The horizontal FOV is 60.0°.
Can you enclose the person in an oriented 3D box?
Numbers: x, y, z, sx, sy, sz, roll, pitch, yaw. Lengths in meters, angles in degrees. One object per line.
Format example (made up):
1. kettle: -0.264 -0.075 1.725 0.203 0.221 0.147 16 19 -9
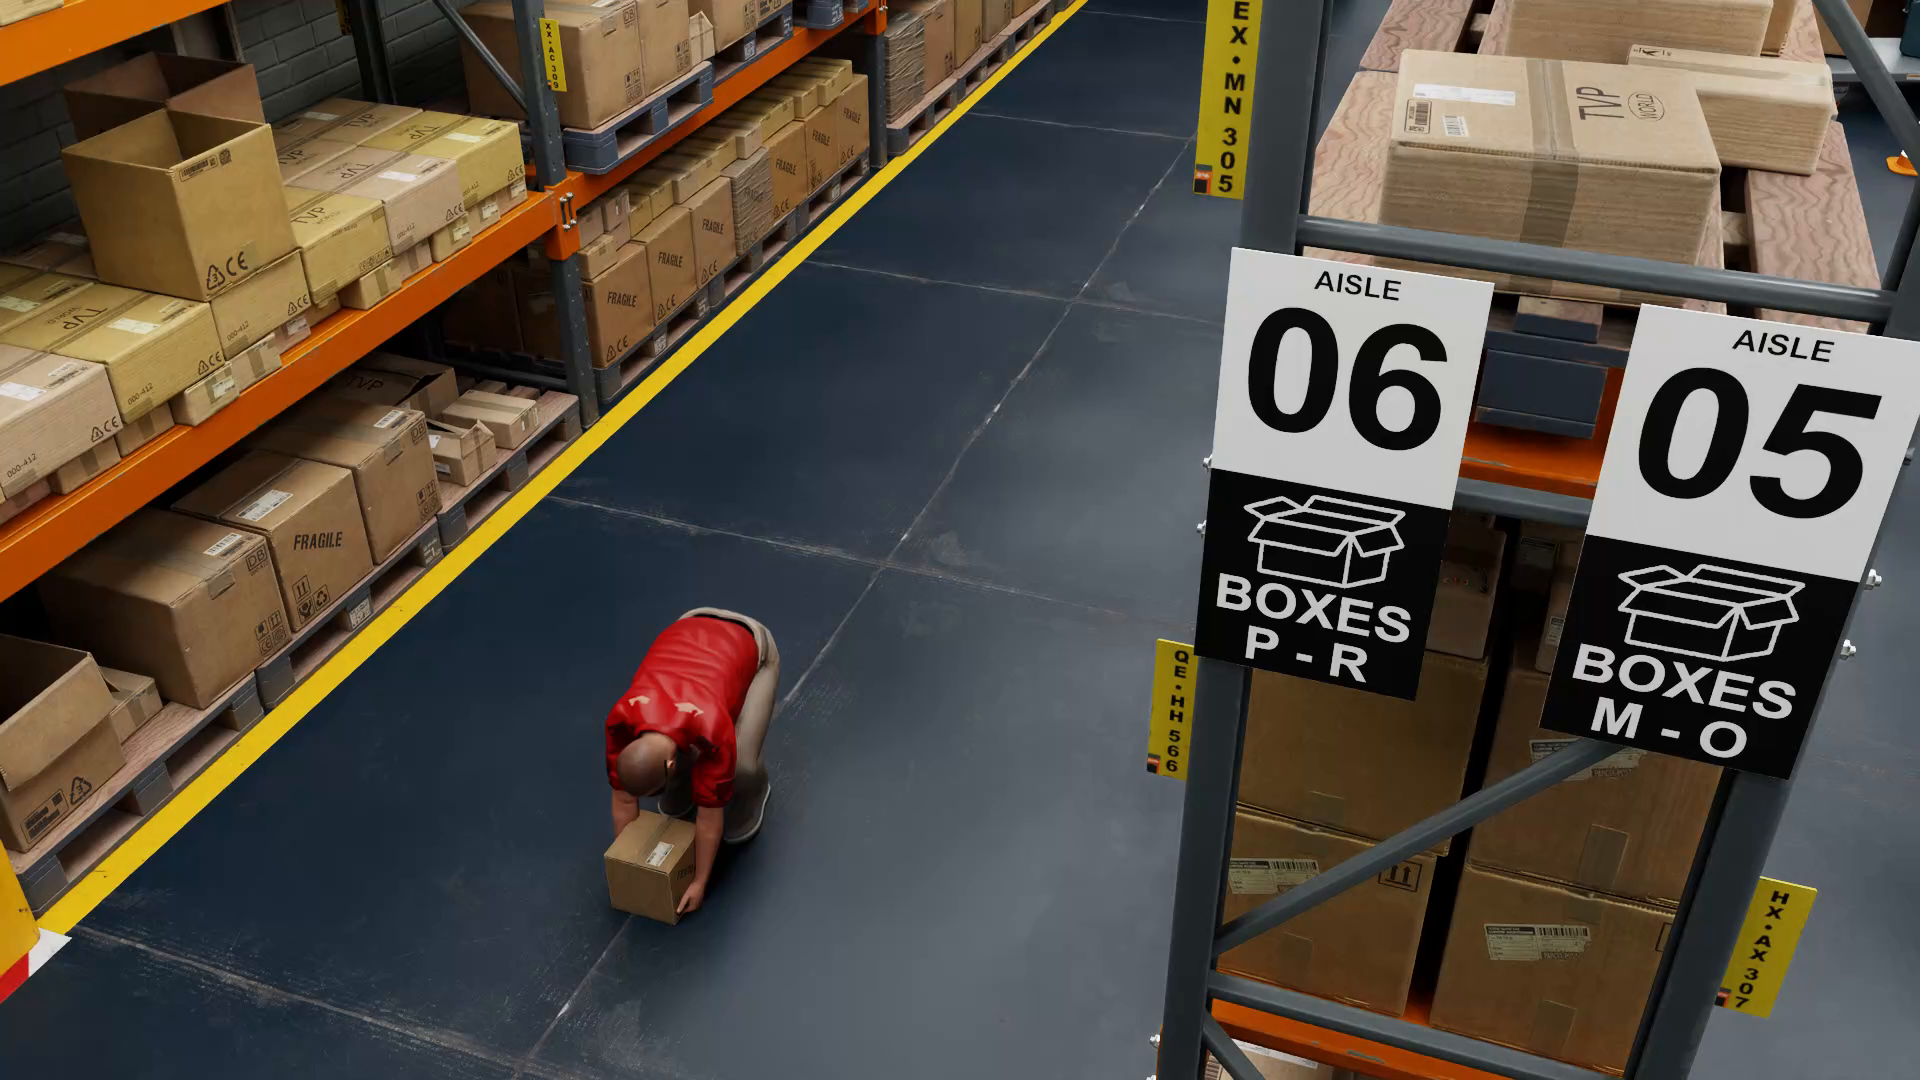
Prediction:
1. person: -0.947 0.752 5.883 0.520 0.805 0.953 10 34 15
